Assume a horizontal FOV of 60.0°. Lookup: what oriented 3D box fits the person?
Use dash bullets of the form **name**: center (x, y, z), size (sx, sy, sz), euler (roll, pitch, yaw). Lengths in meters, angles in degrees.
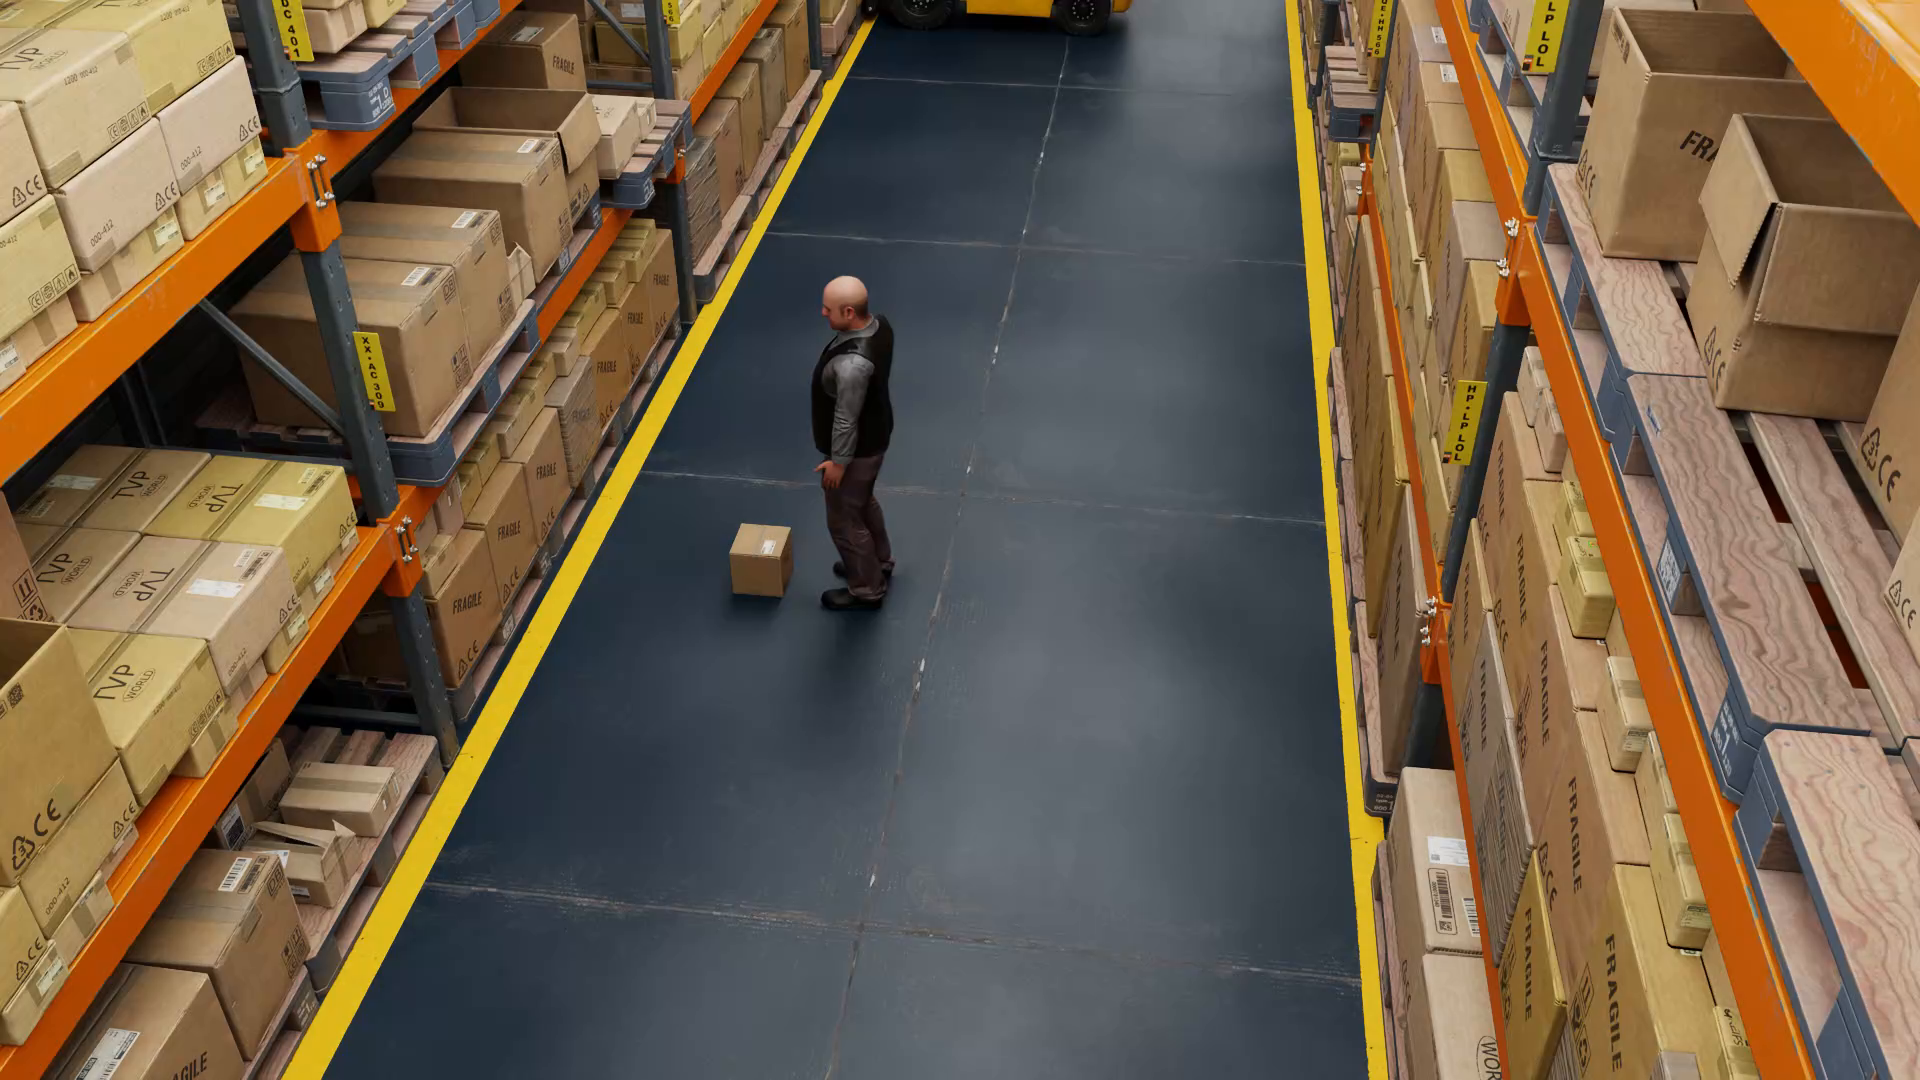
- **person**: center (-0.490, -0.434, 7.677), size (0.357, 1.719, 0.533), euler (5, 36, 7)
